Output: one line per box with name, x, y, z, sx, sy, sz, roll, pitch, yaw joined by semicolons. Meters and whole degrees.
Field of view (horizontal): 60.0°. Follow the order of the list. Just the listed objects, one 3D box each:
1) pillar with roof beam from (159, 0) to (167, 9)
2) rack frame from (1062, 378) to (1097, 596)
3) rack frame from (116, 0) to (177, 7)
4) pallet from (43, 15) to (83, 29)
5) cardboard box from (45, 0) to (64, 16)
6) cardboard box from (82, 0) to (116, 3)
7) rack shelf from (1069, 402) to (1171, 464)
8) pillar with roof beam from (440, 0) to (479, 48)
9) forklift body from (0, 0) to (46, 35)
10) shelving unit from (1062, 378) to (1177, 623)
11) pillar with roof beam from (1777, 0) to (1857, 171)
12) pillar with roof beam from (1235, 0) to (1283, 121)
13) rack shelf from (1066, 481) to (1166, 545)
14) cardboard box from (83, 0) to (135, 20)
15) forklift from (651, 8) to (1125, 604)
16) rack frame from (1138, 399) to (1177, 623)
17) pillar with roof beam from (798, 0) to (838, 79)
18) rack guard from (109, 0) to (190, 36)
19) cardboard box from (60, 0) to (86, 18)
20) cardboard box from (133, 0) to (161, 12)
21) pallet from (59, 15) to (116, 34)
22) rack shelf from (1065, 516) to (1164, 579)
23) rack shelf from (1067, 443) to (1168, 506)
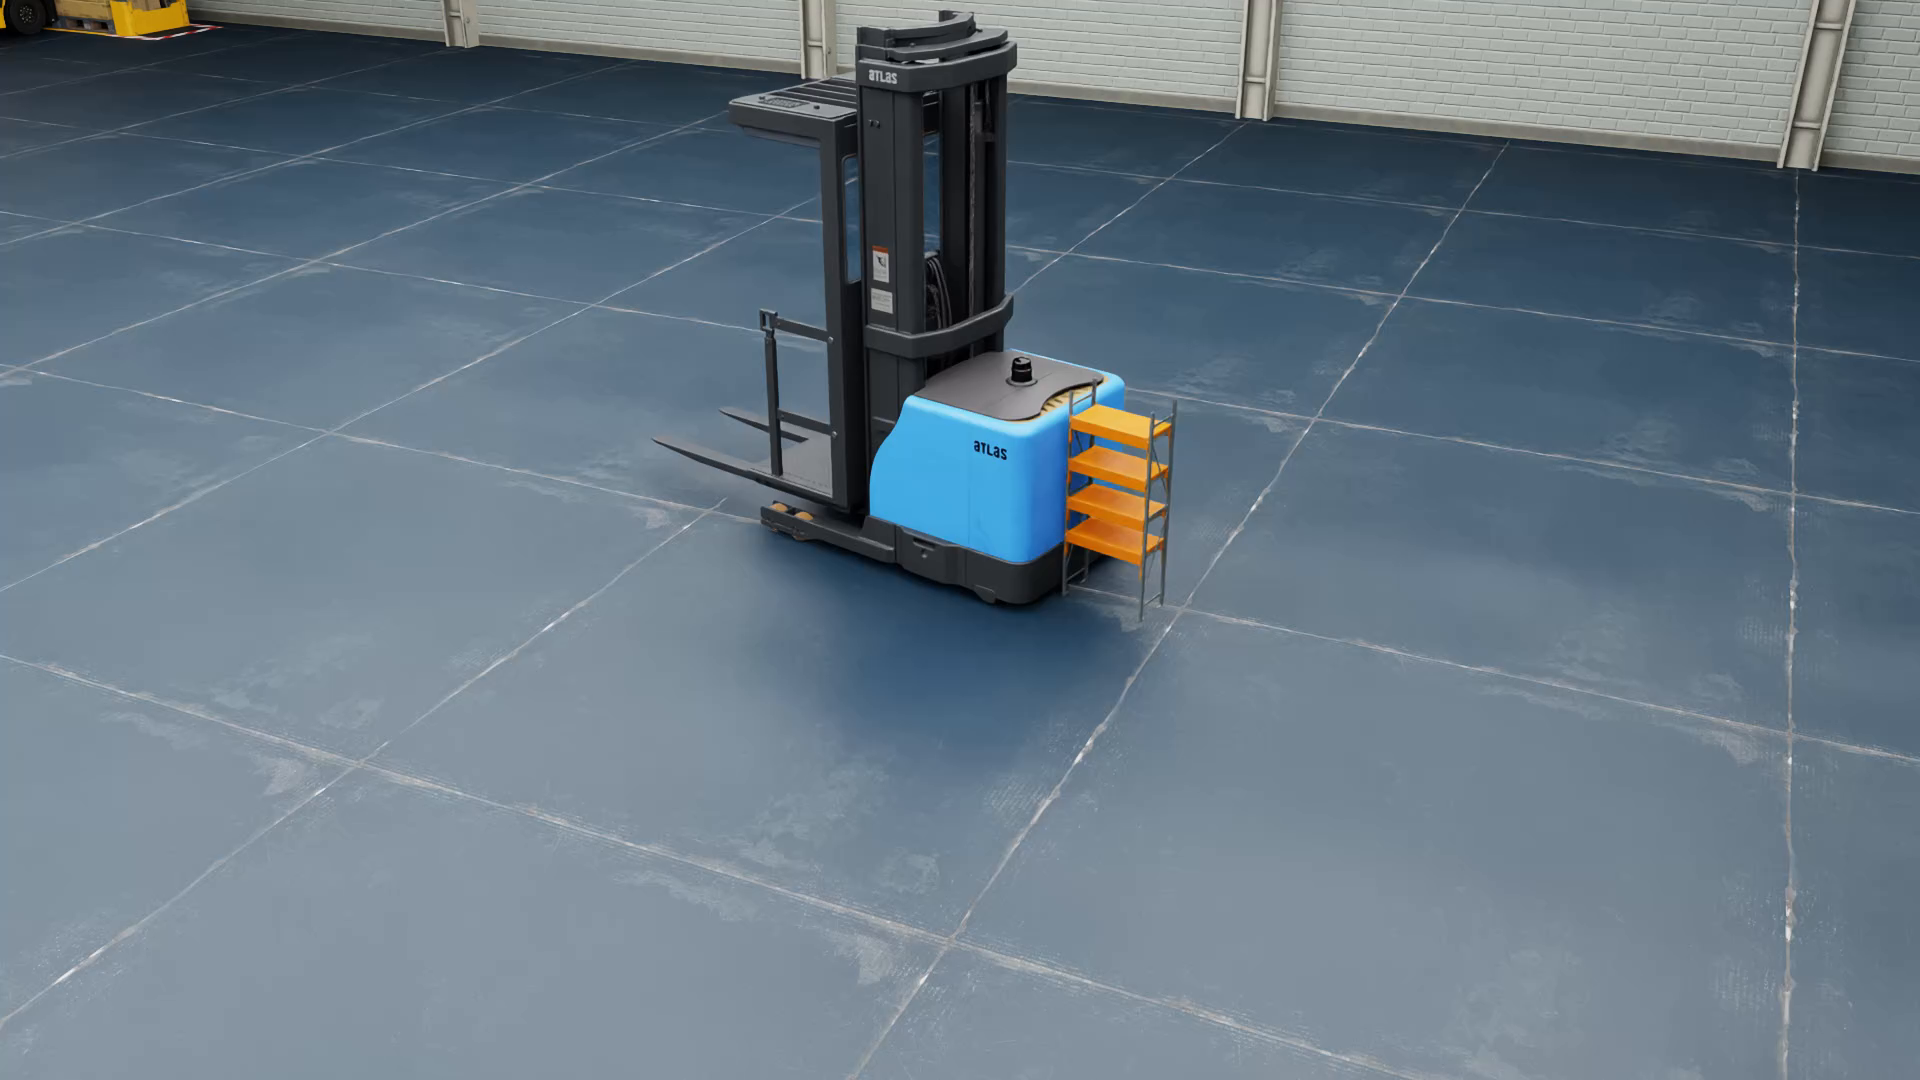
pillar with roof beam;-14.596;-10.727;21.351;0.400;9.000;9.100;11;28;22
rack frame;0.640;-0.274;8.940;0.015;1.200;0.240;19;32;33
rack frame;-12.553;-9.277;25.197;0.127;3.000;1.000;11;28;22
pallet;-14.373;-8.373;26.517;1.213;0.211;1.003;11;28;22
cardboard box;-14.012;-8.381;26.014;0.500;0.250;0.500;12;29;22
cardboard box;-13.125;-8.420;25.527;0.500;0.250;0.500;11;28;21
rack shelf;0.837;-0.559;8.634;0.480;0.148;0.258;19;32;33
pillar with roof beam;-9.134;-9.630;19.123;0.400;9.000;9.100;11;28;22
forklift body;-15.034;-8.510;24.599;1.214;2.155;2.313;11;28;22
shelving unit;0.834;-0.207;8.809;0.503;1.200;0.258;19;32;33
pillar with roof beam;7.252;-6.339;12.438;0.400;9.000;9.100;11;28;22
pillar with roof beam;1.790;-7.436;14.666;0.400;9.000;9.100;11;28;22
rack shelf;0.834;-0.147;8.839;0.480;0.148;0.258;19;32;33
cardboard box;-13.111;-8.191;25.628;0.500;0.250;0.500;12;28;22
forklift;-0.557;-1.478;9.433;3.031;2.935;1.130;18;32;33
rack frame;1.029;-0.141;8.678;0.015;1.200;0.240;19;32;33
pillar with roof beam;-3.672;-8.533;16.894;0.400;9.000;9.100;11;28;22
rack guard;-12.531;-8.151;25.740;0.348;0.500;1.175;11;28;22
cardboard box;-13.560;-8.286;25.821;0.500;0.250;0.500;11;28;22
cardboard box;-12.919;-8.400;26.054;0.500;0.250;0.500;11;28;22
pallet;-13.266;-8.149;26.063;1.213;0.211;1.003;11;28;22
rack shelf;0.833;0.031;8.927;0.480;0.148;0.258;19;32;33
rack shelf;0.835;-0.347;8.739;0.480;0.148;0.258;19;32;33
